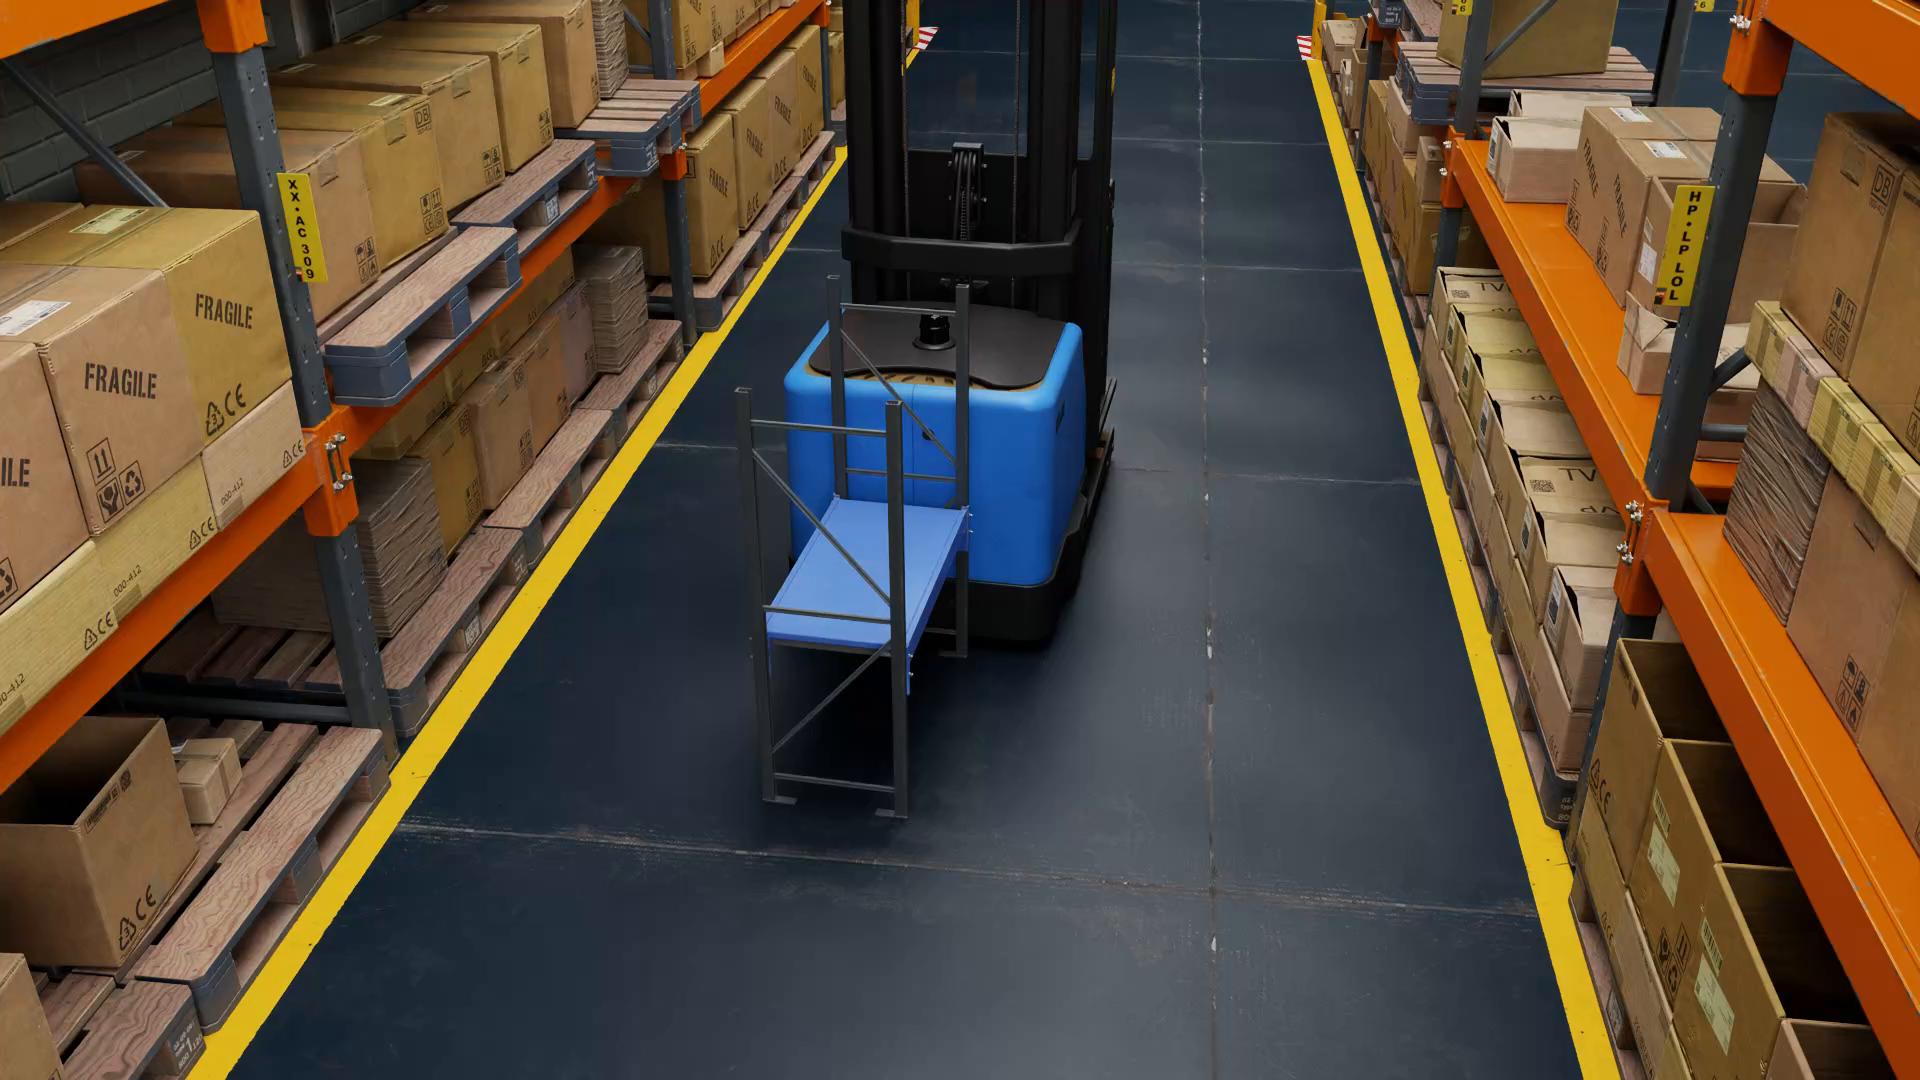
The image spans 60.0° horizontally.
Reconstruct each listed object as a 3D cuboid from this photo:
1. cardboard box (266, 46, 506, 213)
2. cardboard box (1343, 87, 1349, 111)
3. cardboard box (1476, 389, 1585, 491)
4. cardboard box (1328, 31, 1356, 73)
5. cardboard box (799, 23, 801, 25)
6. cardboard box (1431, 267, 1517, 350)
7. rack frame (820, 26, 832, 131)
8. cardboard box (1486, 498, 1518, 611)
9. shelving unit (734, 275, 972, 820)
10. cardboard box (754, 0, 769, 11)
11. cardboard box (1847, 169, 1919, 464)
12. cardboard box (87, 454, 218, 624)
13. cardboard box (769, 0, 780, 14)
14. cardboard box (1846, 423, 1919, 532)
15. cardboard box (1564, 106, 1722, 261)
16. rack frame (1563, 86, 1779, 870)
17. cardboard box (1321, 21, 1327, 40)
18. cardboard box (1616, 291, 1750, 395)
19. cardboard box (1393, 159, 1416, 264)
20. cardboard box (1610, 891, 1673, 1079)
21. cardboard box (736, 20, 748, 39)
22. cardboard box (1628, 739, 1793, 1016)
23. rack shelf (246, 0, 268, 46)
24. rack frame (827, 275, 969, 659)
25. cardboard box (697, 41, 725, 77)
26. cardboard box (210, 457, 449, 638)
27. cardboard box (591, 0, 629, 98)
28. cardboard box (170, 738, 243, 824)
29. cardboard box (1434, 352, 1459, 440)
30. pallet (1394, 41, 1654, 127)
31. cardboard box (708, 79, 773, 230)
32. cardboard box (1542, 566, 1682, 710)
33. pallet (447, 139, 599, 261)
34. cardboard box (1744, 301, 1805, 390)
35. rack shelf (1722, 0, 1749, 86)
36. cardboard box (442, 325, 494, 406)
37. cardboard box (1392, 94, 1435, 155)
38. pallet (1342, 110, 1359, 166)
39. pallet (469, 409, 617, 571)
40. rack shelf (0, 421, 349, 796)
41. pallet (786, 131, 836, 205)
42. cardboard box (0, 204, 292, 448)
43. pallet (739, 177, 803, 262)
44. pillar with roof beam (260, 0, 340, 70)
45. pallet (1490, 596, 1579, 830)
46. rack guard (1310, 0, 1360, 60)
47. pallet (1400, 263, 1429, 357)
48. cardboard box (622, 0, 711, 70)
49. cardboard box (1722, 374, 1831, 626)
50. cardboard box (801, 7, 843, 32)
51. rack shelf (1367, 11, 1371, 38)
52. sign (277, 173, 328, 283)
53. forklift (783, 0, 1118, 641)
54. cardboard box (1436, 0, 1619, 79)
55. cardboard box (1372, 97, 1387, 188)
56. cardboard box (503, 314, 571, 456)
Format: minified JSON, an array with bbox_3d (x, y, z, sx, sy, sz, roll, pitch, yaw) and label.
[{"bbox_3d":[-2.244,-1.607,6.501,0.700,0.500,0.500,7,29,13],"label":"cardboard box"},{"bbox_3d":[3.206,-3.440,13.015,0.380,0.149,0.250,3,28,6],"label":"cardboard box"},{"bbox_3d":[2.403,-0.416,6.725,0.500,0.311,0.500,3,28,6],"label":"cardboard box"},{"bbox_3d":[3.451,-4.193,14.305,0.500,0.250,0.500,3,28,6],"label":"cardboard box"},{"bbox_3d":[-1.227,-3.990,13.686,0.700,0.500,0.500,3,28,6],"label":"cardboard box"},{"bbox_3d":[2.586,-1.146,8.080,0.500,0.311,0.500,4,29,8],"label":"cardboard box"},{"bbox_3d":[-1.485,-4.323,12.112,1.000,3.000,0.127,3,28,6],"label":"rack frame"},{"bbox_3d":[2.341,0.063,6.426,0.500,0.250,0.500,4,29,7],"label":"cardboard box"},{"bbox_3d":[-0.316,0.003,5.664,0.538,1.500,1.048,5,29,10],"label":"shelving unit"},{"bbox_3d":[-1.470,-3.563,10.261,0.500,0.500,0.500,4,29,8],"label":"cardboard box"},{"bbox_3d":[2.343,-0.439,3.430,0.700,0.500,0.500,3,28,6],"label":"cardboard box"},{"bbox_3d":[-2.292,-0.026,4.272,0.500,0.250,0.500,3,29,6],"label":"cardboard box"},{"bbox_3d":[-1.399,-3.567,10.953,0.380,0.149,0.250,3,28,6],"label":"cardboard box"},{"bbox_3d":[2.135,-0.122,3.525,0.380,0.149,0.250,3,28,6],"label":"cardboard box"},{"bbox_3d":[2.752,-1.407,6.594,0.500,0.500,0.500,2,28,3],"label":"cardboard box"},{"bbox_3d":[2.451,-0.271,4.591,1.000,3.000,0.127,3,28,6],"label":"rack frame"},{"bbox_3d":[3.529,-4.681,15.319,0.380,0.149,0.250,3,28,6],"label":"cardboard box"},{"bbox_3d":[2.377,-0.637,5.411,0.396,0.266,0.258,3,28,5],"label":"cardboard box"},{"bbox_3d":[2.887,-1.945,9.869,0.500,0.500,0.500,2,28,4],"label":"cardboard box"},{"bbox_3d":[2.027,1.190,4.335,0.500,0.250,0.500,3,28,6],"label":"cardboard box"},{"bbox_3d":[-1.528,-3.203,10.276,0.380,0.149,0.250,4,29,6],"label":"cardboard box"},{"bbox_3d":[2.030,0.860,4.157,0.500,0.500,0.500,3,28,6],"label":"cardboard box"},{"bbox_3d":[-2.220,-2.503,6.329,1.077,0.370,4.000,3,28,6],"label":"rack shelf"},{"bbox_3d":[-0.215,-0.234,6.103,0.500,1.500,0.032,5,29,10],"label":"rack frame"},{"bbox_3d":[-1.549,-2.718,9.377,0.380,0.149,0.250,4,29,8],"label":"cardboard box"},{"bbox_3d":[-2.392,0.002,6.256,0.700,0.500,0.500,4,29,8],"label":"cardboard box"},{"bbox_3d":[-2.023,-2.456,8.077,0.700,0.500,0.500,0,28,0],"label":"cardboard box"},{"bbox_3d":[-2.501,0.750,5.219,0.380,0.166,0.250,0,28,0],"label":"cardboard box"},{"bbox_3d":[2.525,-0.662,7.773,0.500,0.250,0.500,3,28,5],"label":"cardboard box"},{"bbox_3d":[2.955,-2.393,8.731,1.213,0.211,1.003,3,28,6],"label":"pallet"},{"bbox_3d":[-1.641,-2.429,10.420,0.750,0.750,0.750,3,28,6],"label":"cardboard box"},{"bbox_3d":[2.217,0.300,5.395,0.500,0.311,0.500,3,28,6],"label":"cardboard box"},{"bbox_3d":[-2.177,-1.422,6.929,1.003,0.211,1.213,3,28,6],"label":"pallet"},{"bbox_3d":[2.226,-0.486,4.200,0.380,0.149,0.250,3,28,6],"label":"cardboard box"},{"bbox_3d":[2.697,-2.217,5.798,1.077,0.370,4.000,3,28,6],"label":"rack shelf"},{"bbox_3d":[-2.281,-0.781,6.918,0.500,0.250,0.500,3,28,5],"label":"cardboard box"},{"bbox_3d":[2.947,-2.540,10.183,0.500,0.250,0.500,3,28,5],"label":"cardboard box"},{"bbox_3d":[3.517,-3.133,12.842,1.003,0.211,1.213,3,28,6],"label":"pallet"},{"bbox_3d":[-2.224,-0.272,7.533,1.003,0.211,1.213,3,28,6],"label":"pallet"},{"bbox_3d":[-2.710,0.701,3.545,1.077,0.370,4.000,3,28,6],"label":"rack shelf"},{"bbox_3d":[-1.505,-2.728,12.091,1.003,0.211,1.213,3,28,6],"label":"pallet"},{"bbox_3d":[-2.216,-0.590,4.529,0.500,0.500,0.500,3,28,6],"label":"cardboard box"},{"bbox_3d":[-1.652,-2.152,11.022,1.003,0.211,1.213,3,28,6],"label":"pallet"},{"bbox_3d":[1.280,-4.270,5.687,9.100,9.000,0.400,3,28,6],"label":"pillar with roof beam"},{"bbox_3d":[2.503,0.607,5.900,1.003,0.211,1.213,3,28,6],"label":"pallet"},{"bbox_3d":[3.912,-4.784,15.602,1.175,0.500,0.348,3,28,6],"label":"rack guard"},{"bbox_3d":[3.071,-1.276,9.396,1.003,0.211,1.213,3,28,6],"label":"pallet"},{"bbox_3d":[-1.662,-2.838,8.915,0.500,0.500,0.500,4,29,8],"label":"cardboard box"},{"bbox_3d":[2.403,-0.106,4.179,0.700,0.500,0.500,3,28,5],"label":"cardboard box"},{"bbox_3d":[-1.069,-4.190,13.373,0.380,0.149,0.250,4,29,8],"label":"cardboard box"},{"bbox_3d":[3.677,-4.662,13.499,1.077,0.370,4.000,3,28,6],"label":"rack shelf"},{"bbox_3d":[-1.926,-0.911,4.865,0.100,0.325,0.005,3,28,6],"label":"sign"},{"bbox_3d":[0.124,-1.583,7.098,1.130,2.935,3.031,5,29,10],"label":"forklift"},{"bbox_3d":[2.907,-2.686,8.525,0.700,0.500,0.500,-6,29,-11],"label":"cardboard box"},{"bbox_3d":[3.076,-2.665,11.206,0.500,0.500,0.500,4,29,7],"label":"cardboard box"},{"bbox_3d":[-2.223,-0.720,7.596,0.700,0.500,0.500,3,28,6],"label":"cardboard box"}]
